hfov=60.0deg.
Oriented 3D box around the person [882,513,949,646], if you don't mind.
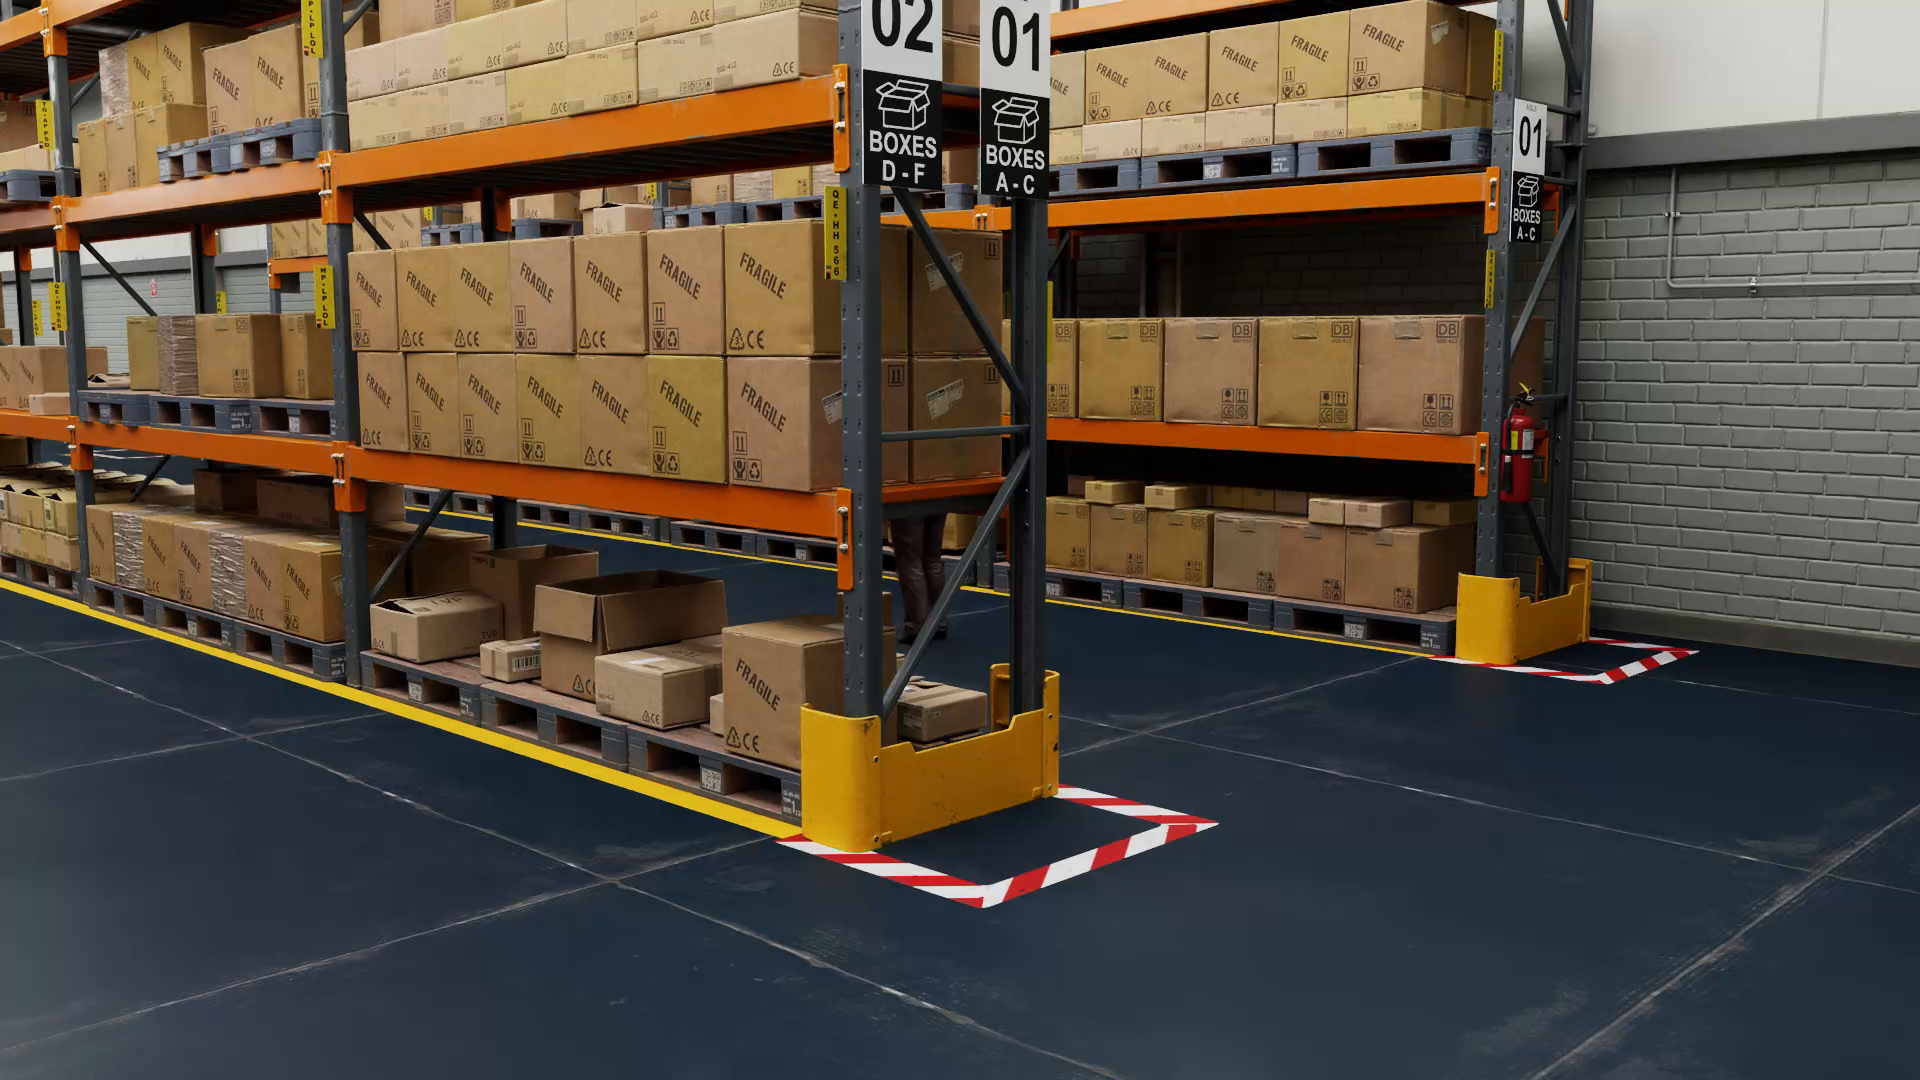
[{"bbox_3d":[-0.271,-0.221,10.220,0.387,1.736,0.536,7,10,44],"label":"person"}]
